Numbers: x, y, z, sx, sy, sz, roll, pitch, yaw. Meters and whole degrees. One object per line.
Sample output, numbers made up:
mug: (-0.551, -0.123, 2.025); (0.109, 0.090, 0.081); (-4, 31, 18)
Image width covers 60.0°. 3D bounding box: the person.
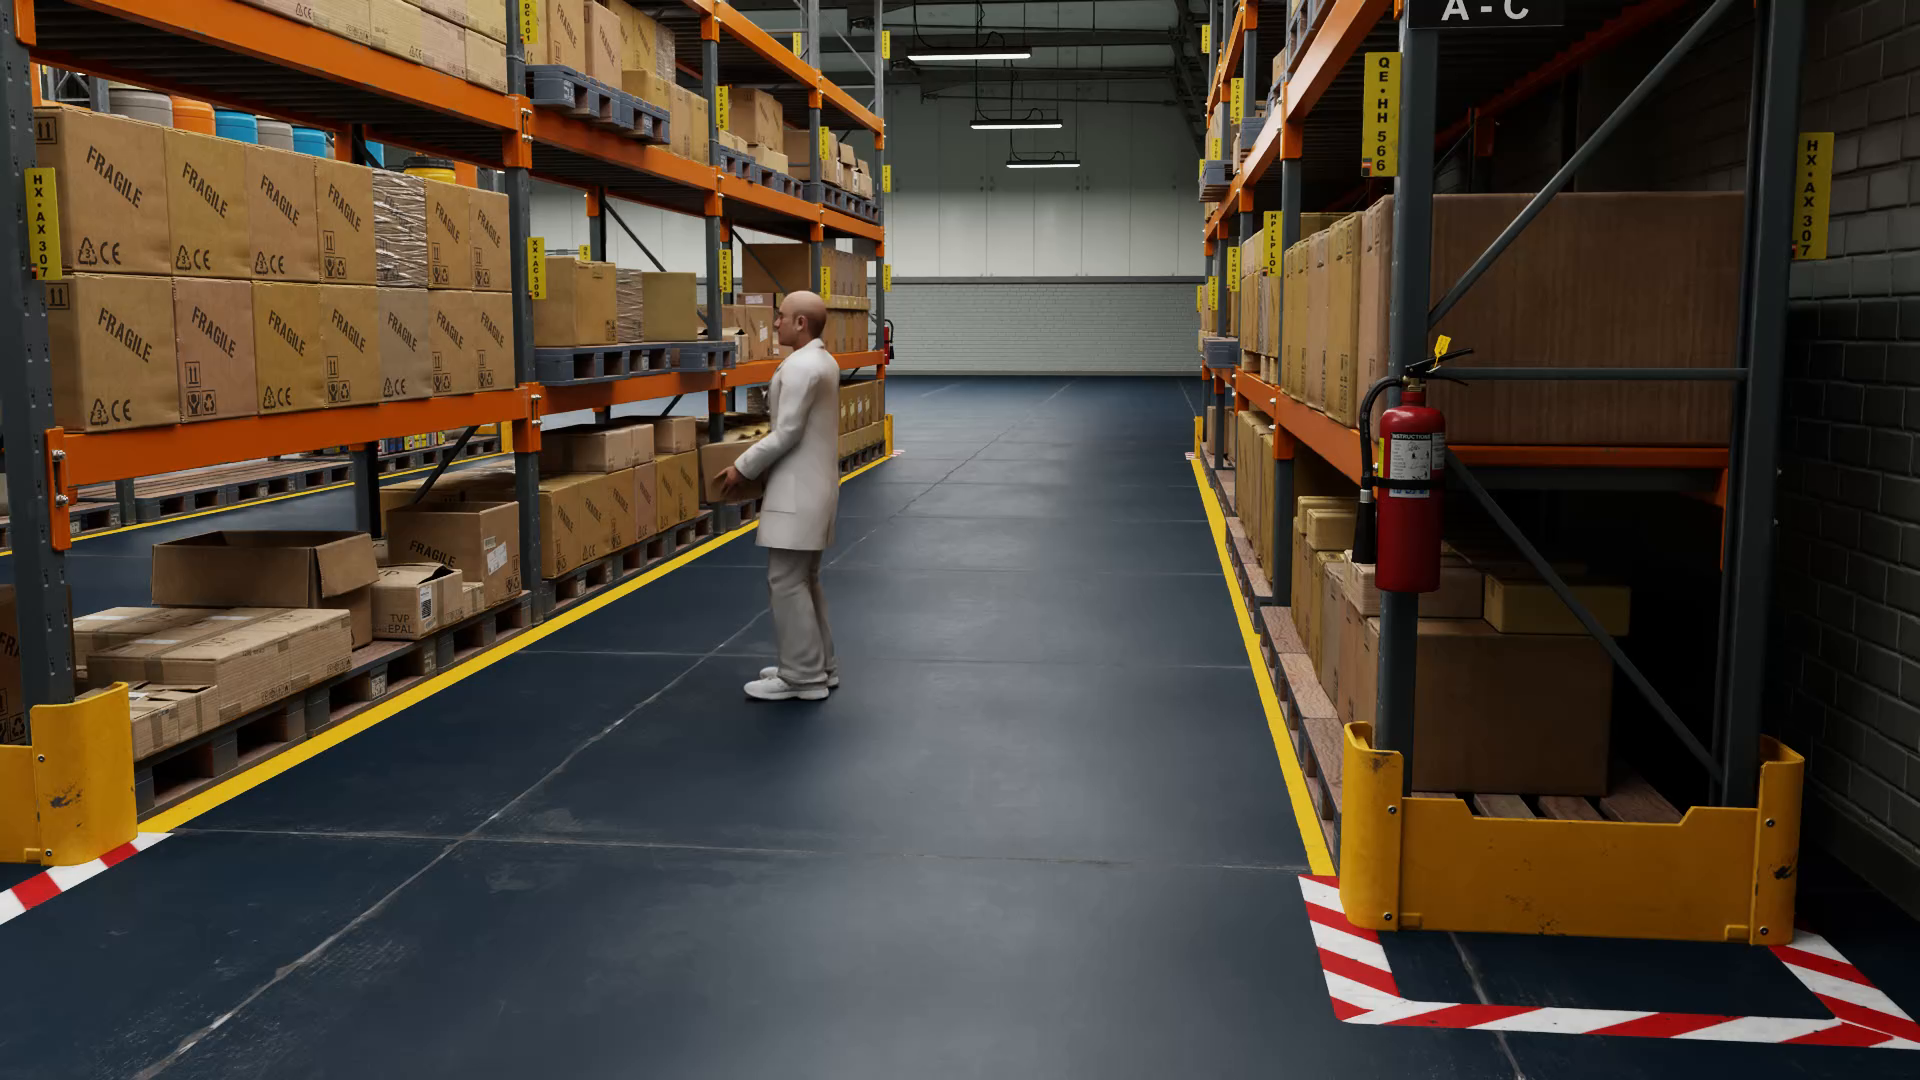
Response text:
person: (-0.799, -0.201, 7.352); (0.517, 1.782, 0.559); (1, 7, 6)
